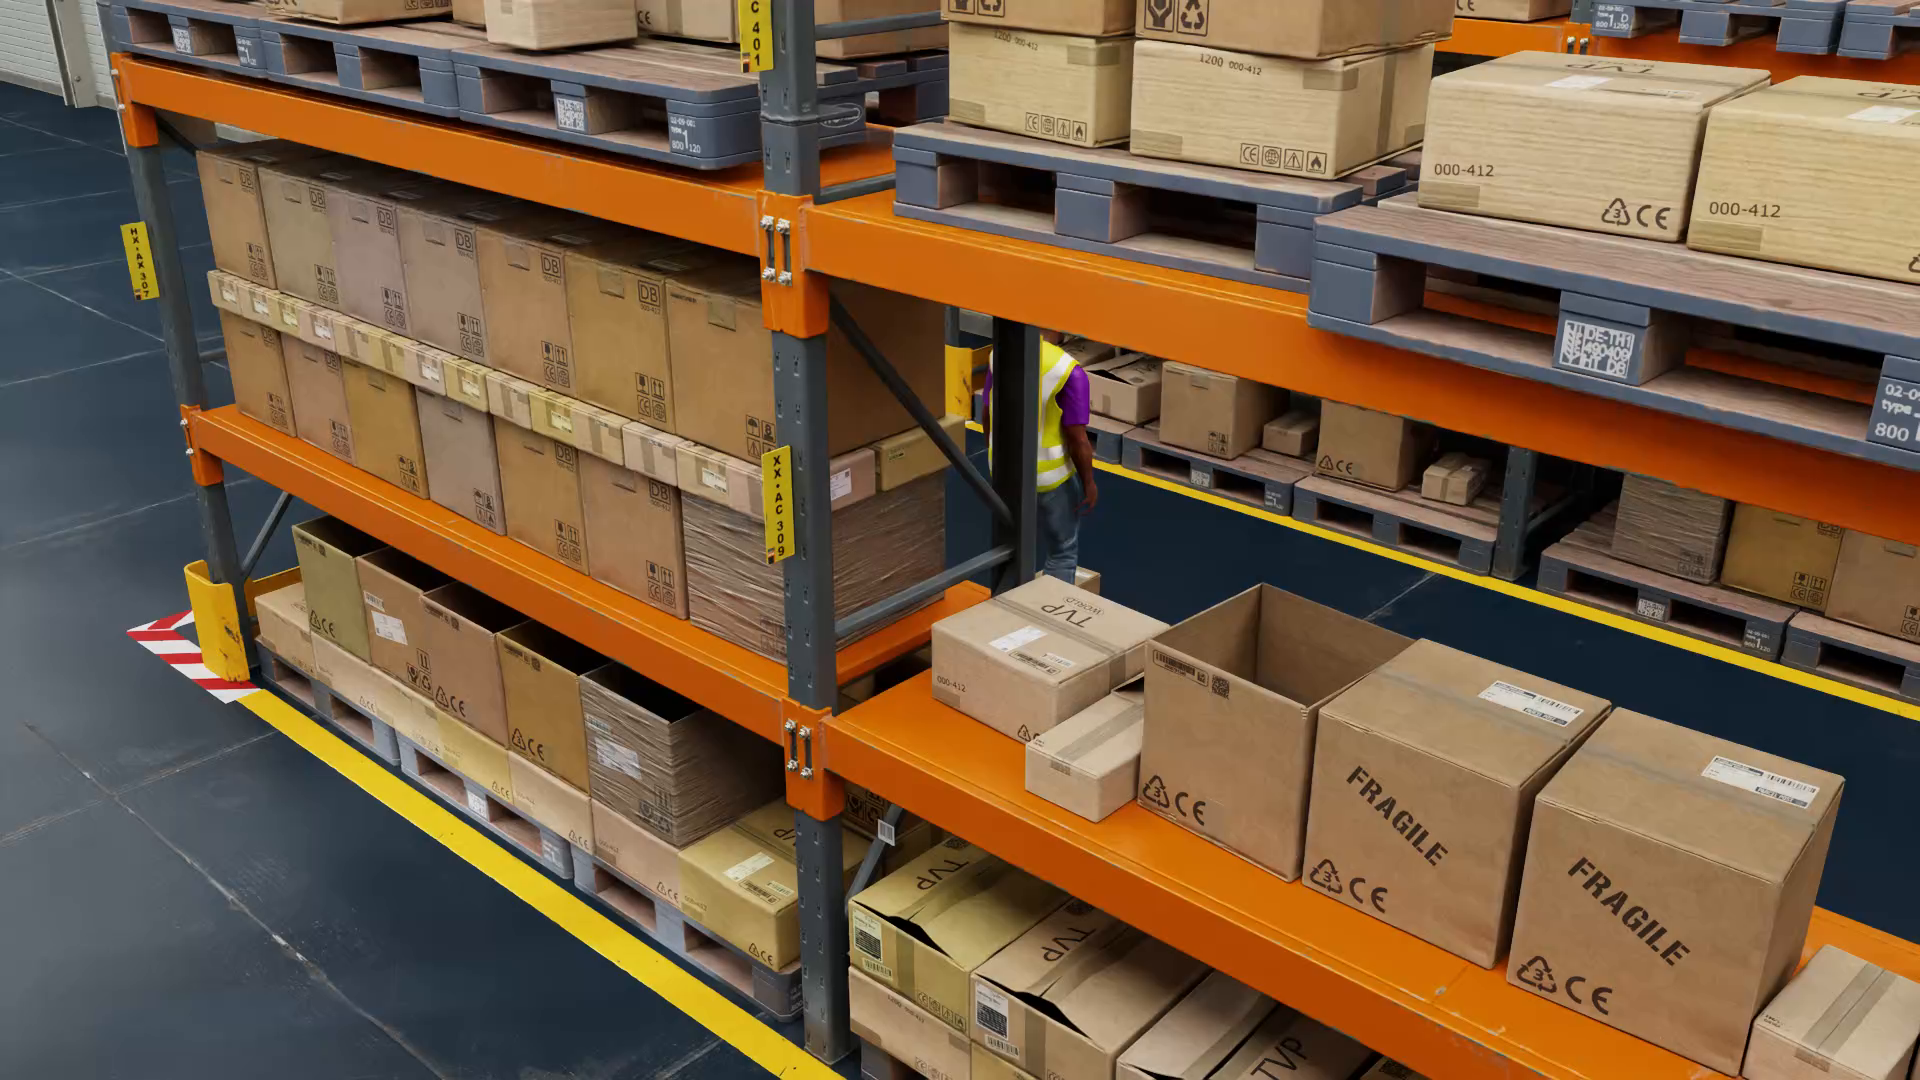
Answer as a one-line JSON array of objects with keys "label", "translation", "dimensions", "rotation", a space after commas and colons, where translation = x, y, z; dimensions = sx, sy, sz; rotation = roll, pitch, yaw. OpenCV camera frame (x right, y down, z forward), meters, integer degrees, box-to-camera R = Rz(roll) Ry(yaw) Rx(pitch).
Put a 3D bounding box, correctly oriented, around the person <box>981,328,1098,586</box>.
[{"label": "person", "translation": [0.384, -0.328, 7.824], "dimensions": [0.619, 1.760, 0.460], "rotation": [19, 30, 37]}]
